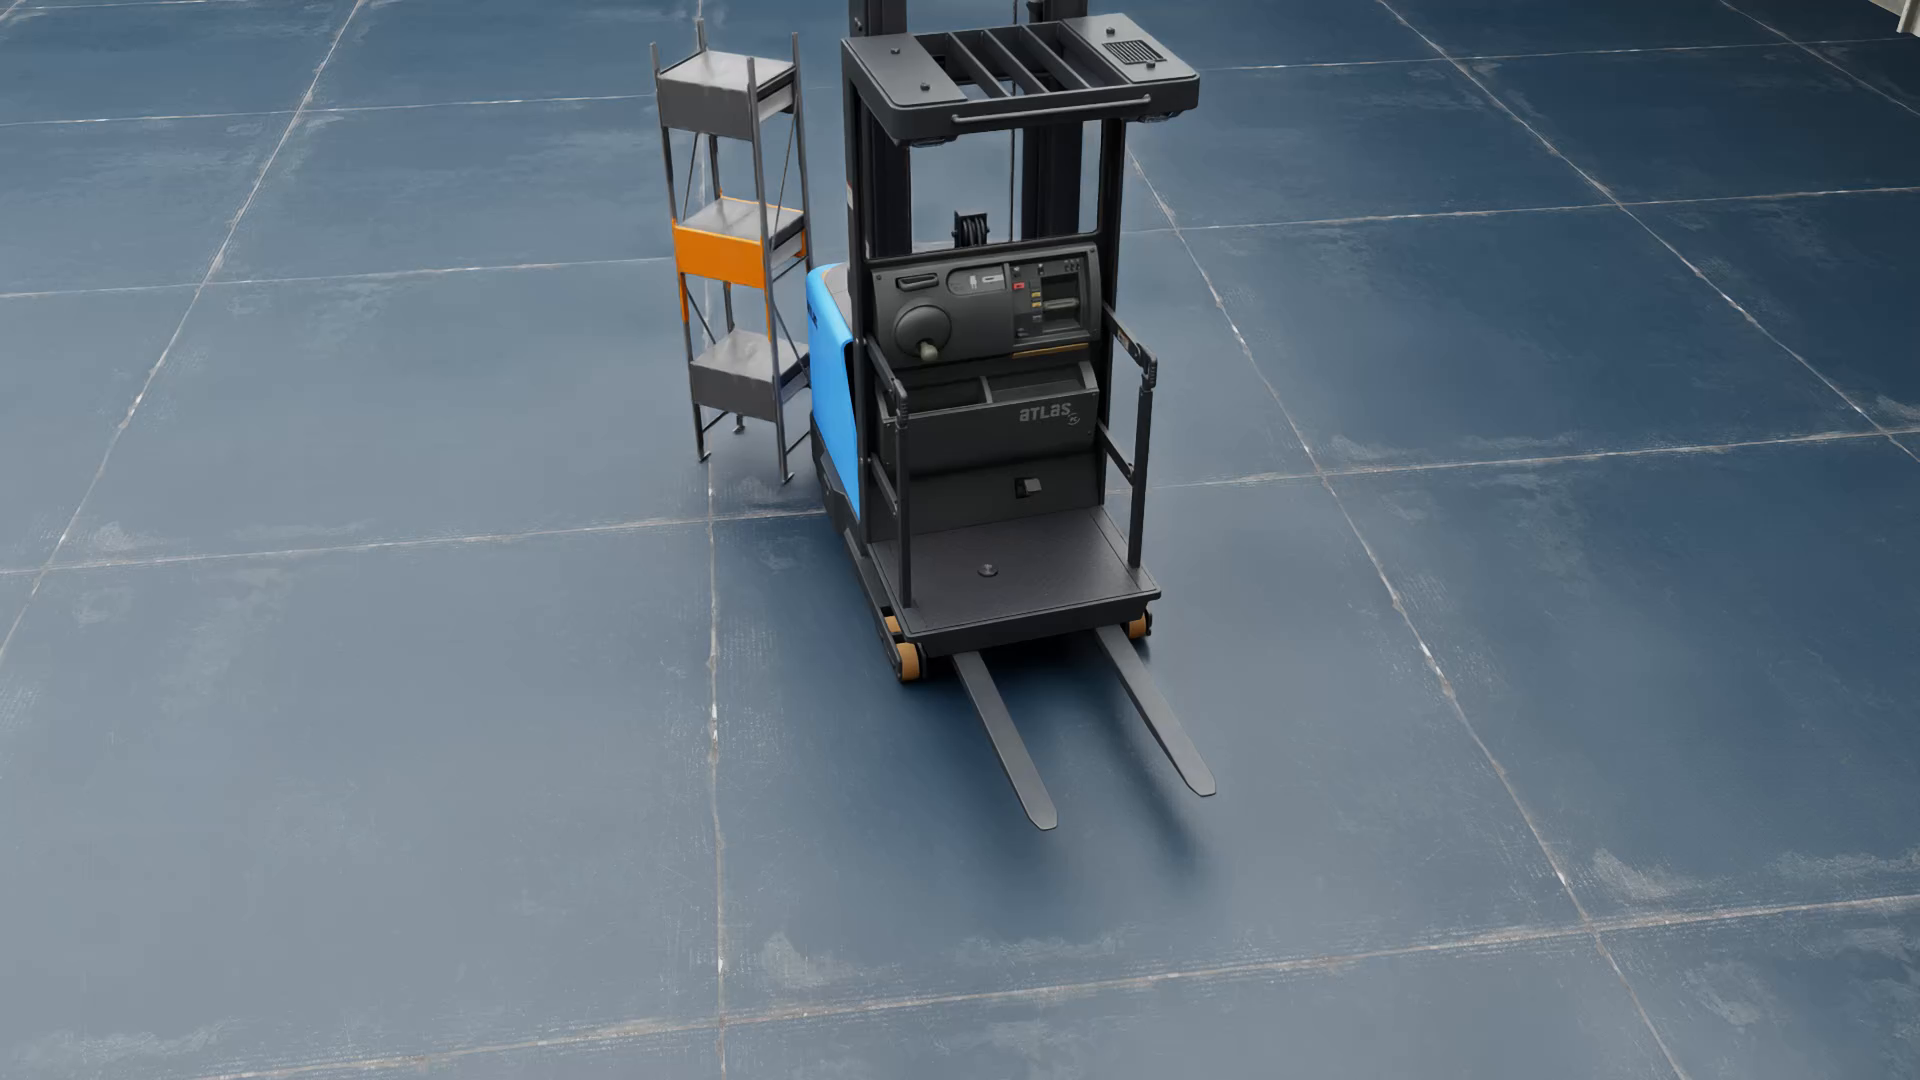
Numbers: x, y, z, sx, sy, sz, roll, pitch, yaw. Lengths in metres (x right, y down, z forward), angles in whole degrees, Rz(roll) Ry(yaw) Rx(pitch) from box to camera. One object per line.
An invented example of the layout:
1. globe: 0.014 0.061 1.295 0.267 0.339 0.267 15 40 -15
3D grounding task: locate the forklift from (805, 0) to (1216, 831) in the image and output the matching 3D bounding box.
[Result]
1. forklift: 0.177 -0.875 6.432 1.130 2.935 3.031 -9 35 -14

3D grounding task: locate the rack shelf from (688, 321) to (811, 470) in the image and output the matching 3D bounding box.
1. rack shelf: -1.002 -0.716 8.197 0.480 0.518 0.431 15 37 21

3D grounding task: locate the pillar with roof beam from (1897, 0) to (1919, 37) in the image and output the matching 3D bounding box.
1. pillar with roof beam: 3.838 -7.606 10.920 9.100 9.000 0.400 -4 35 -6

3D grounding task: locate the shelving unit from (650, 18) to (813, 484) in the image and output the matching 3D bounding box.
1. shelving unit: -1.010 -1.307 7.797 0.503 2.100 0.431 15 37 21

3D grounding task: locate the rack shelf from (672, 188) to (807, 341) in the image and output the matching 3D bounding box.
1. rack shelf: -1.009 -1.295 7.805 0.480 0.518 0.431 15 37 21

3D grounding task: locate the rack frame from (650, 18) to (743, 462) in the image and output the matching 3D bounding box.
1. rack frame: -1.229 -1.364 7.886 0.015 2.100 0.400 15 37 21

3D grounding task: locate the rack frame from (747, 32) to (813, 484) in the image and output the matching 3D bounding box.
1. rack frame: -0.790 -1.249 7.708 0.015 2.100 0.400 15 37 21

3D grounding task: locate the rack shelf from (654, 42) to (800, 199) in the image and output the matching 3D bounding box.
1. rack shelf: -1.017 -1.875 7.413 0.480 0.518 0.431 15 37 21
